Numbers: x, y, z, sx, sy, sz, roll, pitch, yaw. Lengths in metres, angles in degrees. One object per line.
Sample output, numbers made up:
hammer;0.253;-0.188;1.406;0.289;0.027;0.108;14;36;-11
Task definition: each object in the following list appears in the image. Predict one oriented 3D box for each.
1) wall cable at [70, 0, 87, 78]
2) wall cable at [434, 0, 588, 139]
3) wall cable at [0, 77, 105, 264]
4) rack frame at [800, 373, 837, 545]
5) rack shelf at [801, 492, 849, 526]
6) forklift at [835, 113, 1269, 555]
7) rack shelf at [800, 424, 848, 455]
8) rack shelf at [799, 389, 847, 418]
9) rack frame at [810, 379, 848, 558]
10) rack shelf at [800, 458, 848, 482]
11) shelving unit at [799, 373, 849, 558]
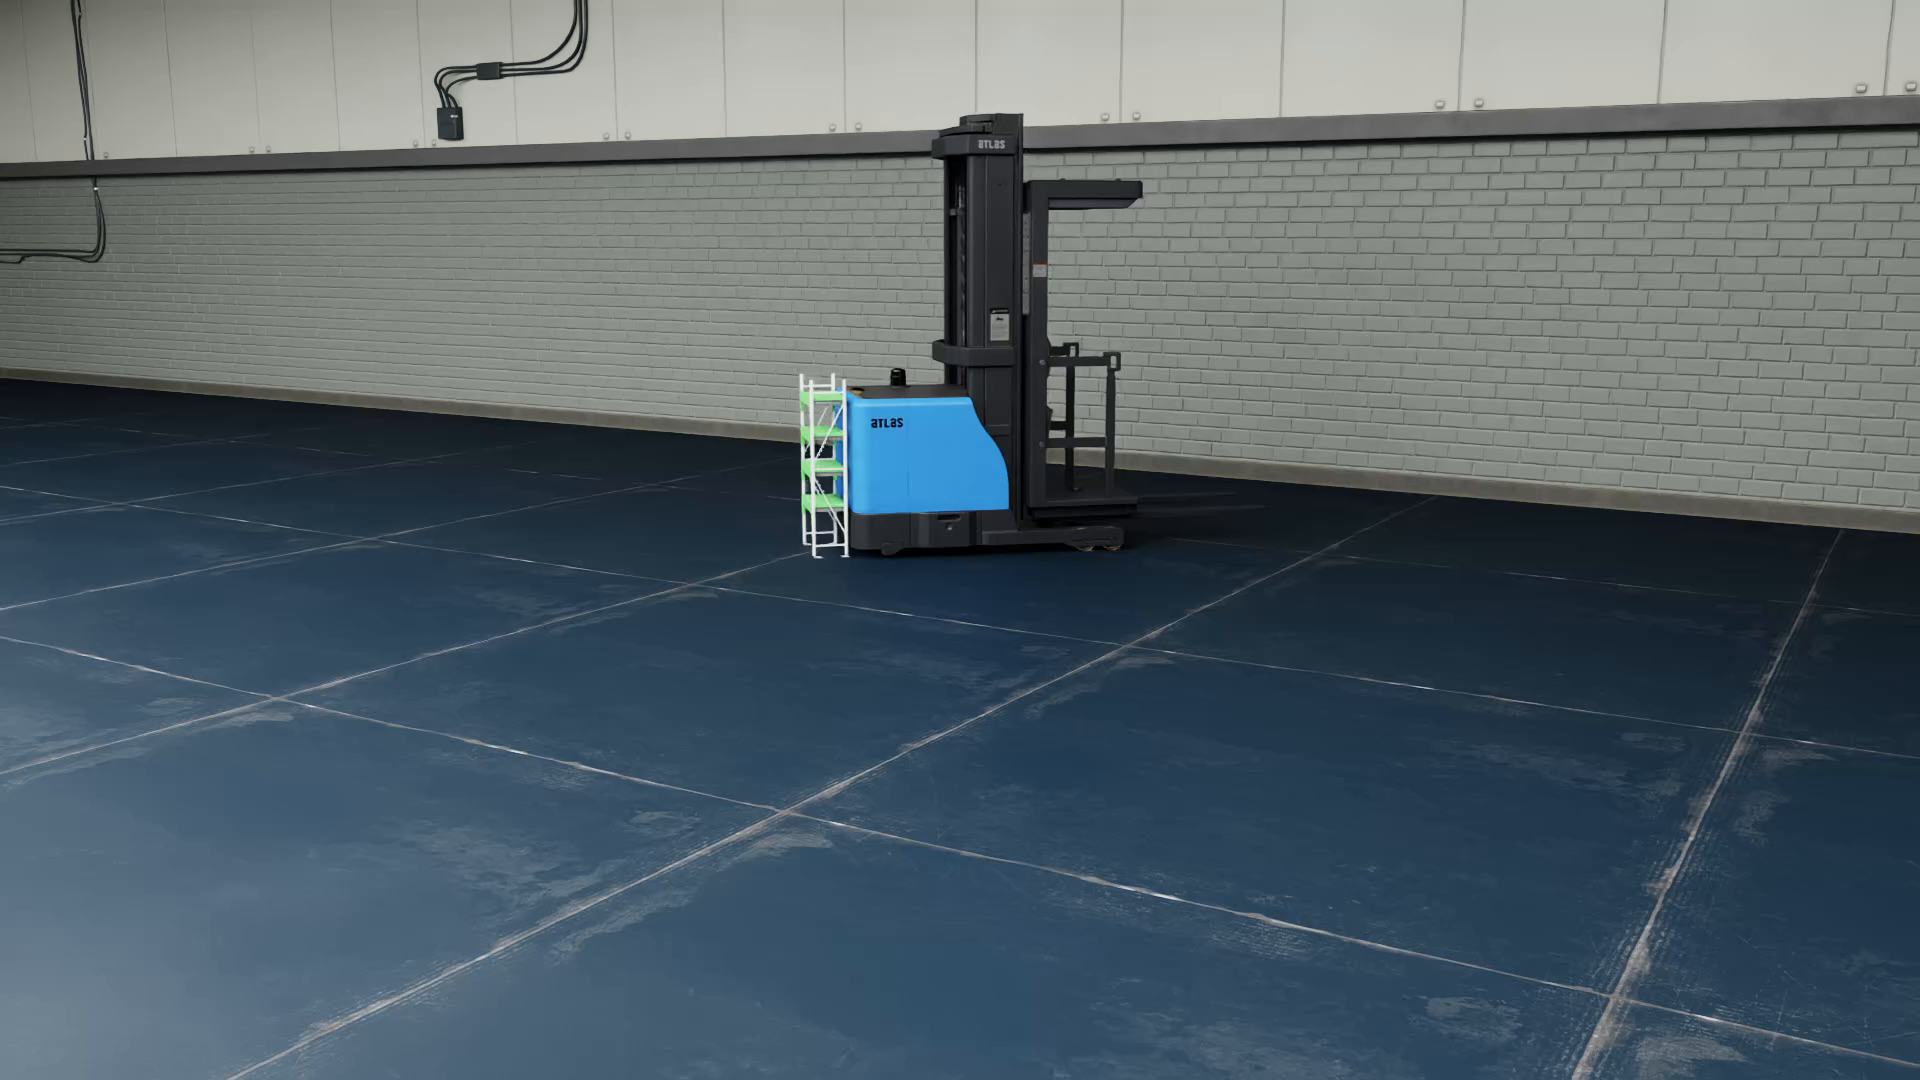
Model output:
wall cable;-10.804;-7.403;21.669;3.097;2.526;0.112;6;12;31
wall cable;-5.011;-7.467;18.057;2.305;6.003;0.169;6;12;31
wall cable;-13.116;-5.179;23.514;3.097;2.526;0.112;6;12;31
rack frame;-0.986;-0.559;11.596;0.240;1.200;0.015;-2;11;-13
rack shelf;-0.931;-0.217;11.418;0.258;0.148;0.480;-2;11;-13
forklift;0.663;-1.454;11.672;3.031;2.935;1.130;-2;11;-12
rack shelf;-0.931;-0.689;11.330;0.258;0.148;0.480;-2;11;-13
rack shelf;-0.931;-0.925;11.286;0.258;0.148;0.480;-2;11;-13
rack frame;-0.876;-0.472;11.129;0.240;1.200;0.015;-2;11;-13
rack shelf;-0.931;-0.453;11.374;0.258;0.148;0.480;-2;11;-13
shelving unit;-0.931;-0.516;11.362;0.258;1.200;0.503;-2;11;-13
